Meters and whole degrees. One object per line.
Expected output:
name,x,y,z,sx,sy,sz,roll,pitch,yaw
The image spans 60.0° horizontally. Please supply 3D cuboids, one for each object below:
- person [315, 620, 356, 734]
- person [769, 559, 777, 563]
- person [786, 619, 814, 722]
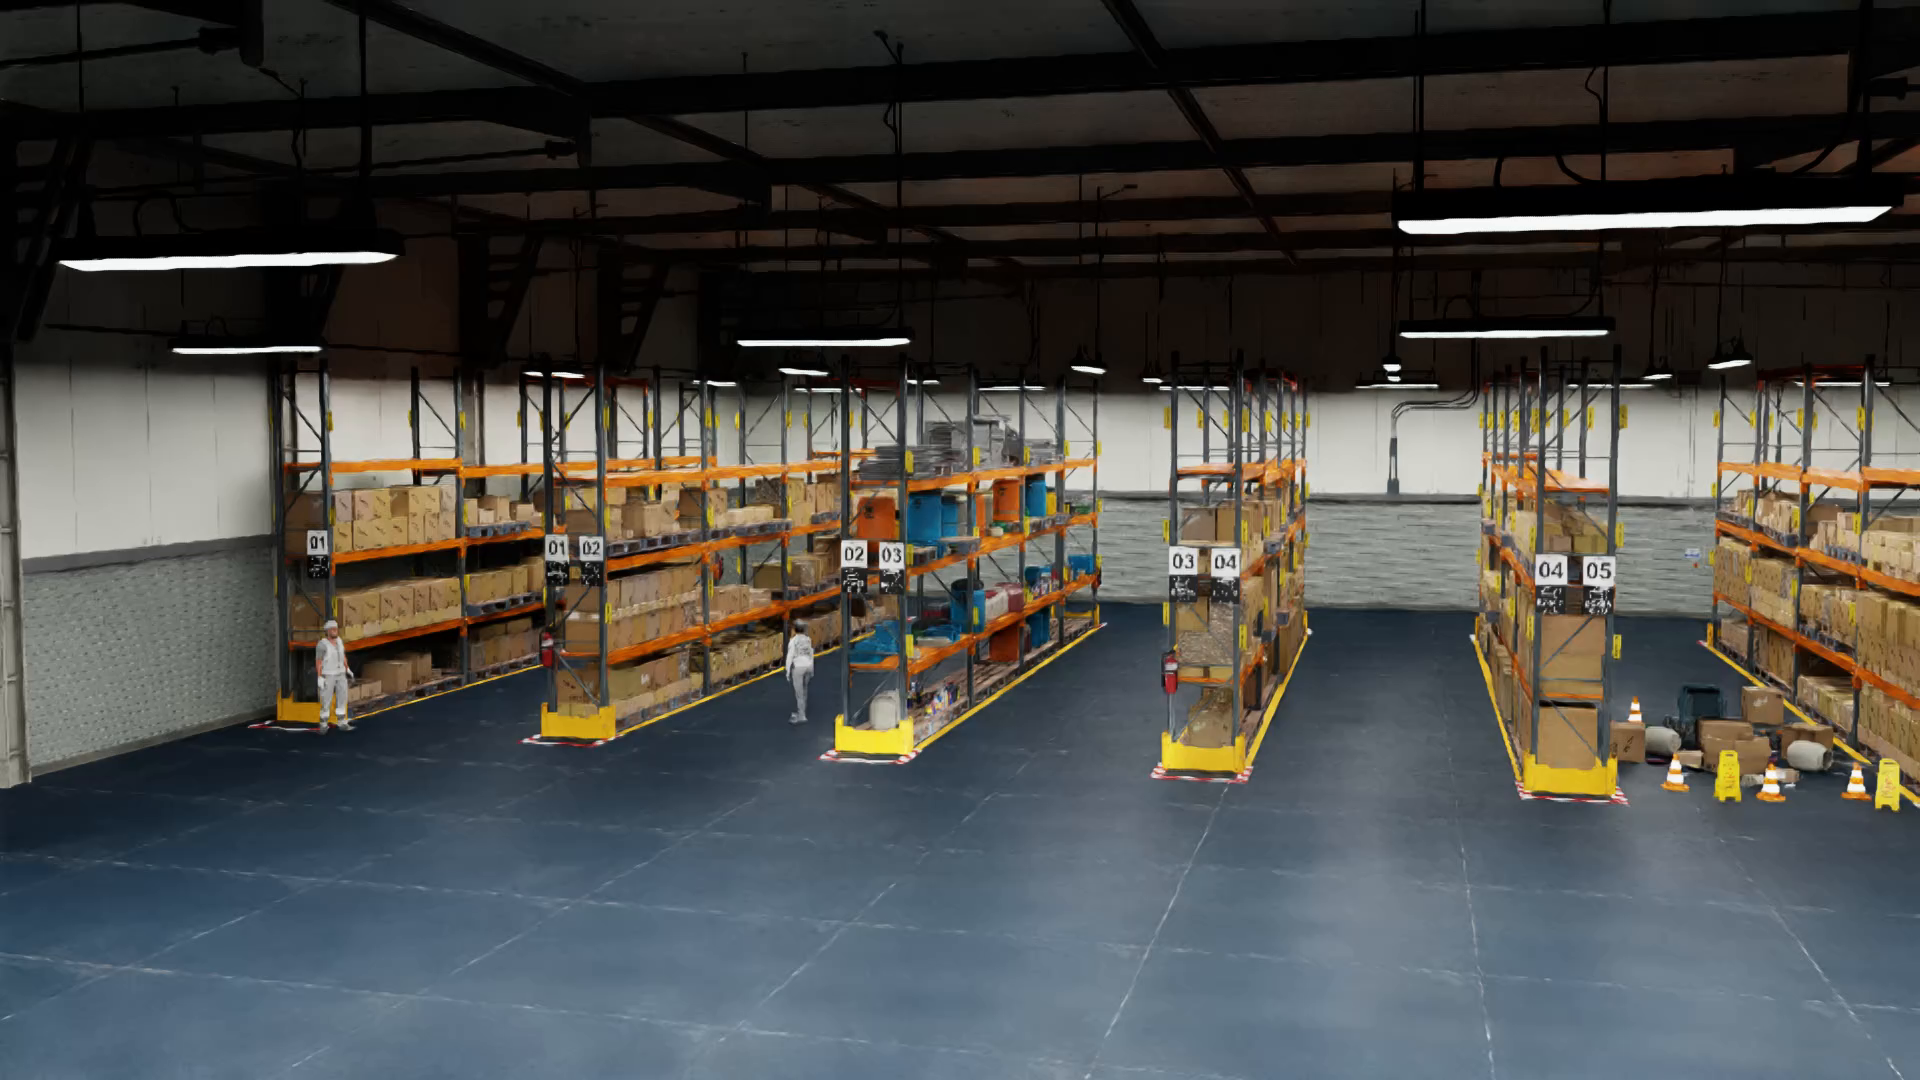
person,-9.996,2.175,26.584,0.390,1.792,0.645,2,5,30
person,-4.398,1.300,39.565,0.702,1.734,0.549,1,4,13
person,-2.679,2.161,27.743,0.539,1.665,0.572,4,6,42
